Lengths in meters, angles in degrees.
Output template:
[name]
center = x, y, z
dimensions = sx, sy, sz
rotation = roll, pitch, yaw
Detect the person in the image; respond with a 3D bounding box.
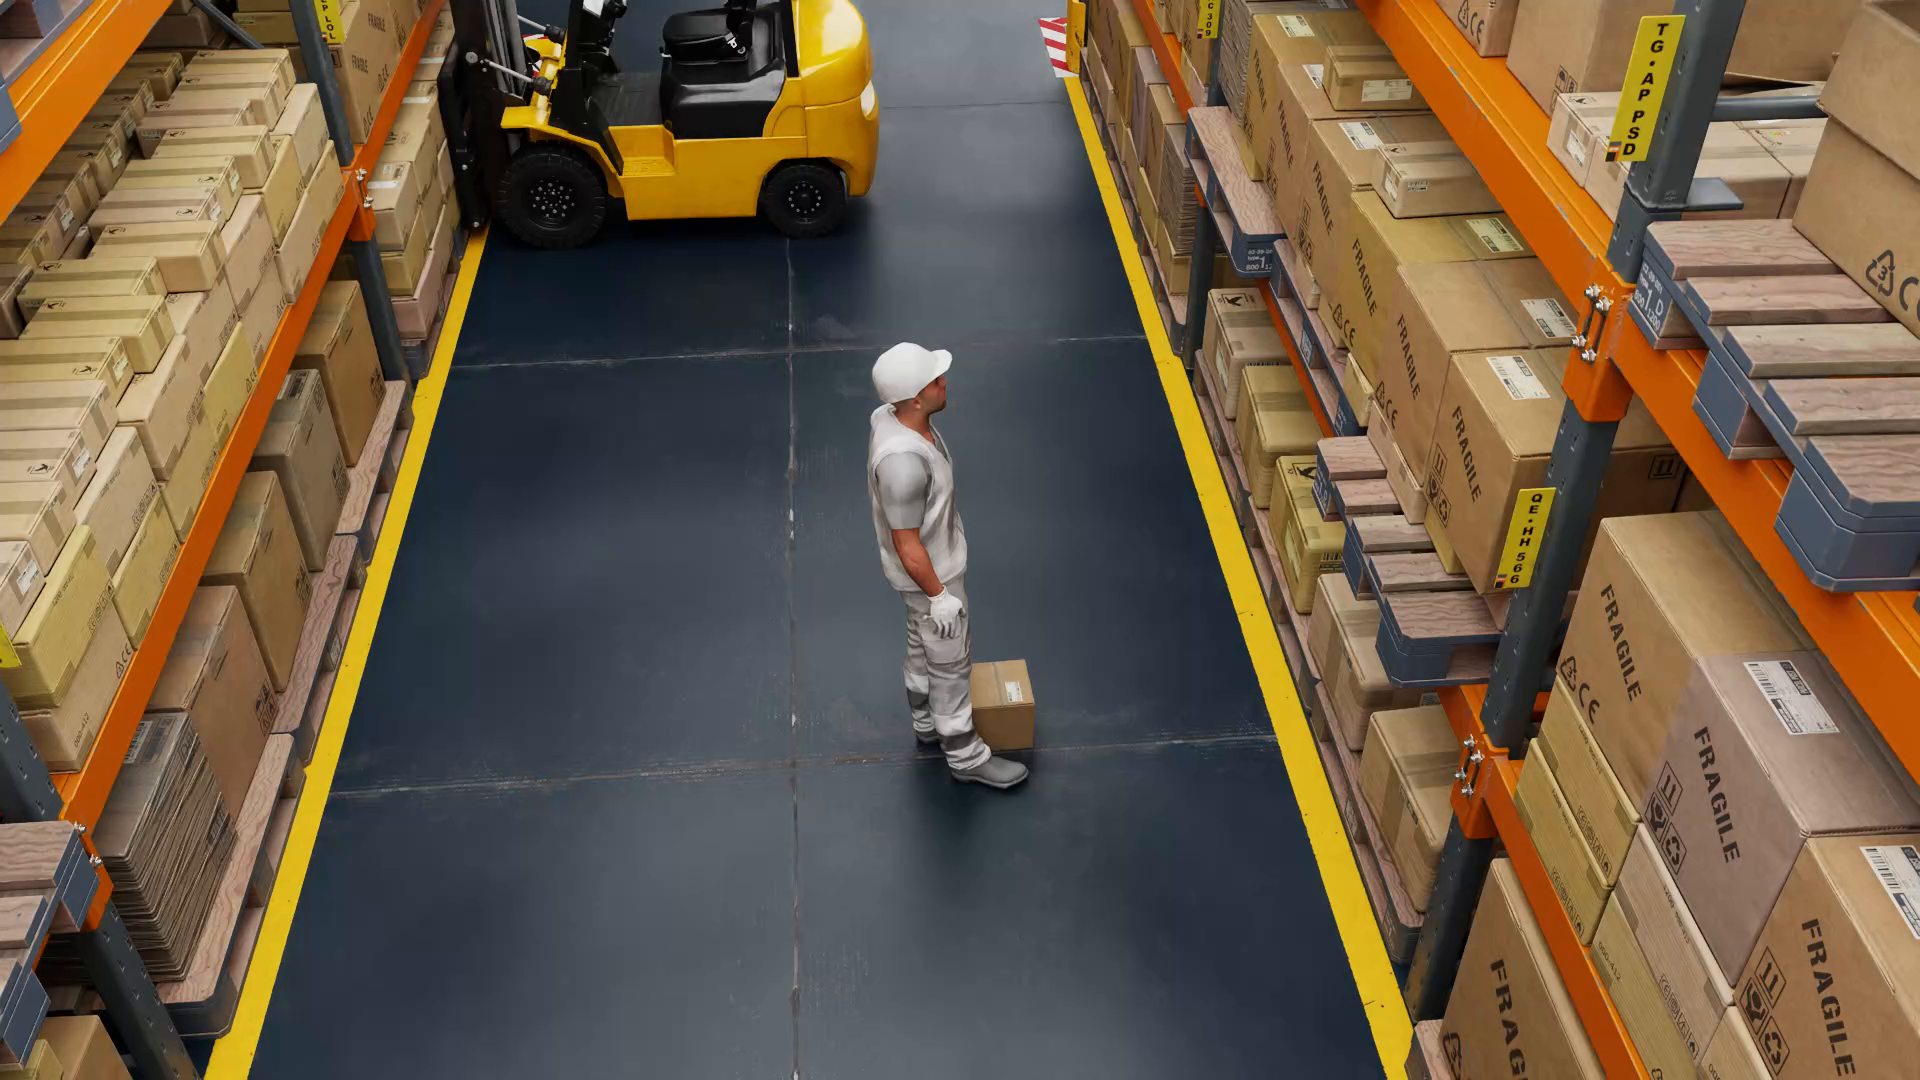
[person]
center = -0.039, 0.080, 6.021
dimensions = 0.562, 1.789, 0.638
rotation = -3, 39, -4
